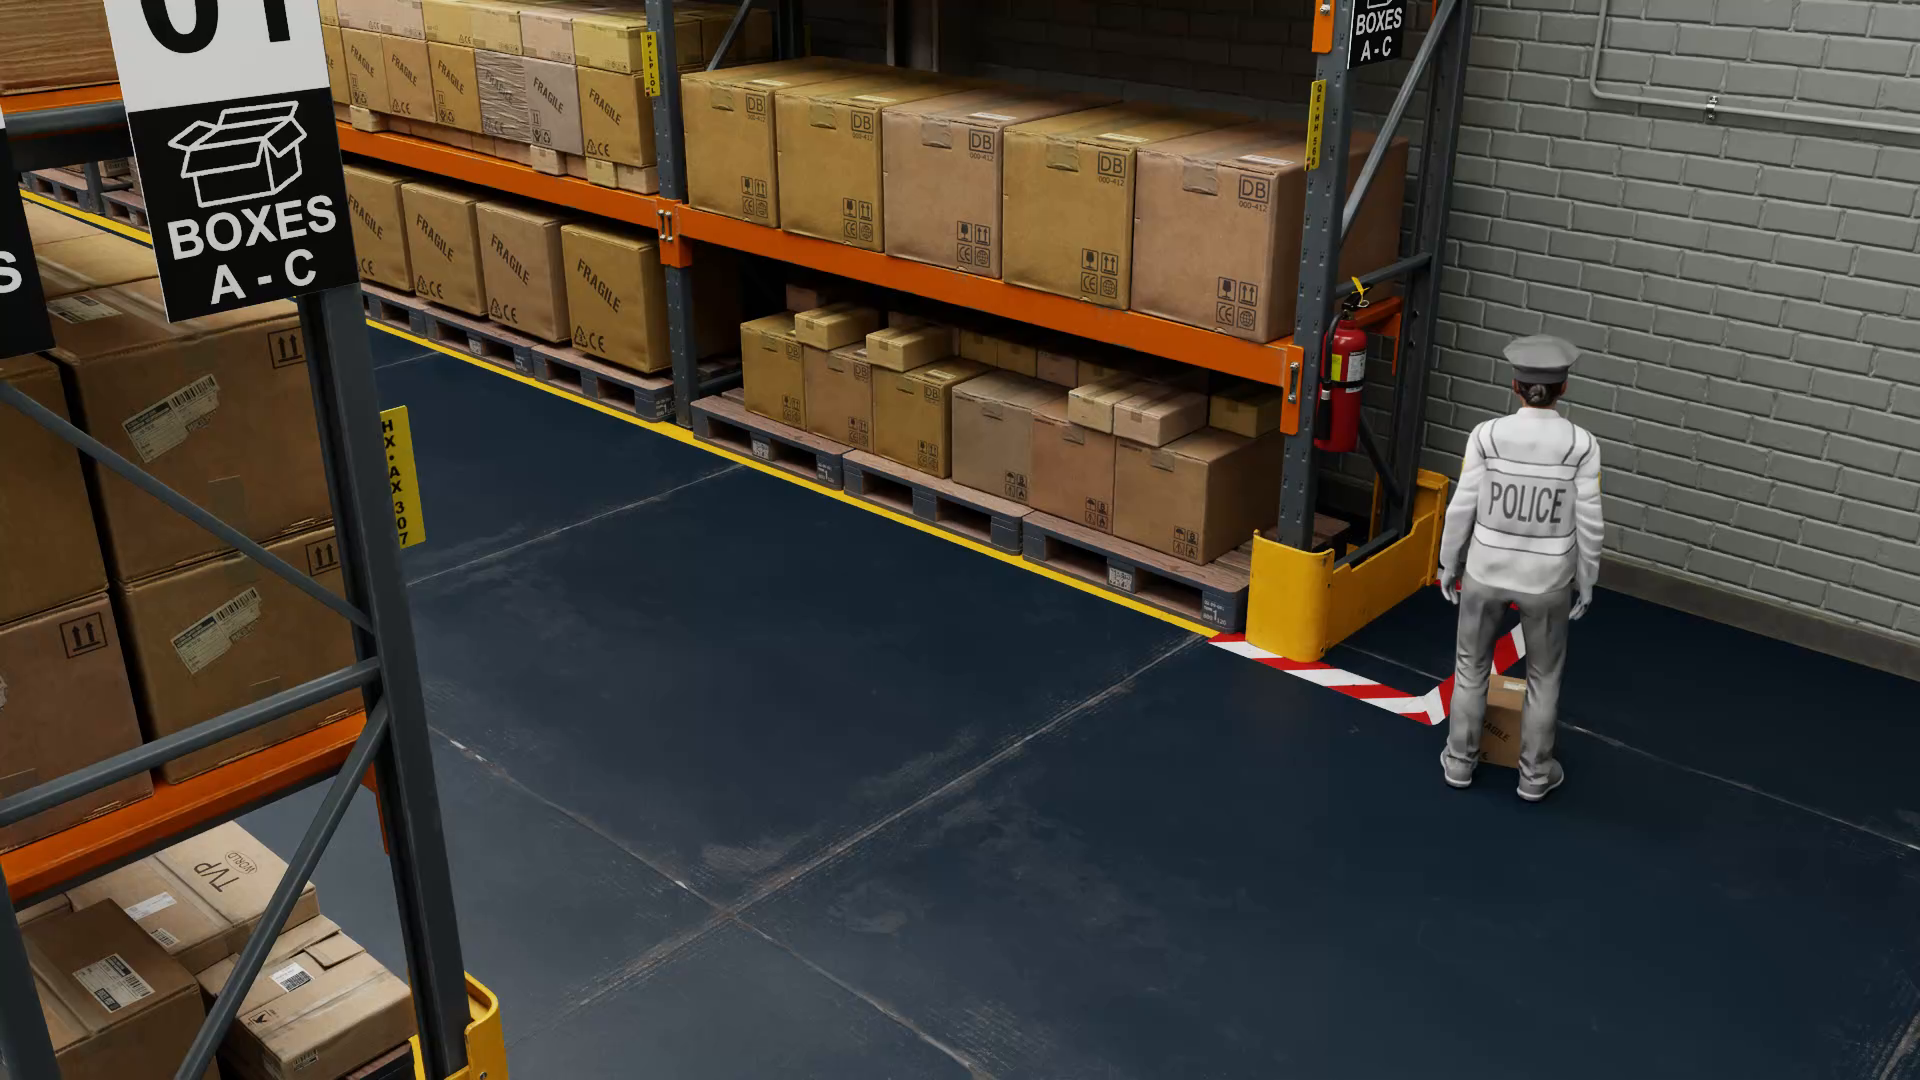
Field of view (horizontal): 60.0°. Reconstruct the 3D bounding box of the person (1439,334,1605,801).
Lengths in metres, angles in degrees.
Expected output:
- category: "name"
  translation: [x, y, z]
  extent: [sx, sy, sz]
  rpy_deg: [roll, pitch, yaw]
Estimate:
- category: "person"
  translation: [1.947, 0.128, 5.814]
  extent: [0.533, 1.661, 0.375]
  rpy_deg: [9, 26, 19]
